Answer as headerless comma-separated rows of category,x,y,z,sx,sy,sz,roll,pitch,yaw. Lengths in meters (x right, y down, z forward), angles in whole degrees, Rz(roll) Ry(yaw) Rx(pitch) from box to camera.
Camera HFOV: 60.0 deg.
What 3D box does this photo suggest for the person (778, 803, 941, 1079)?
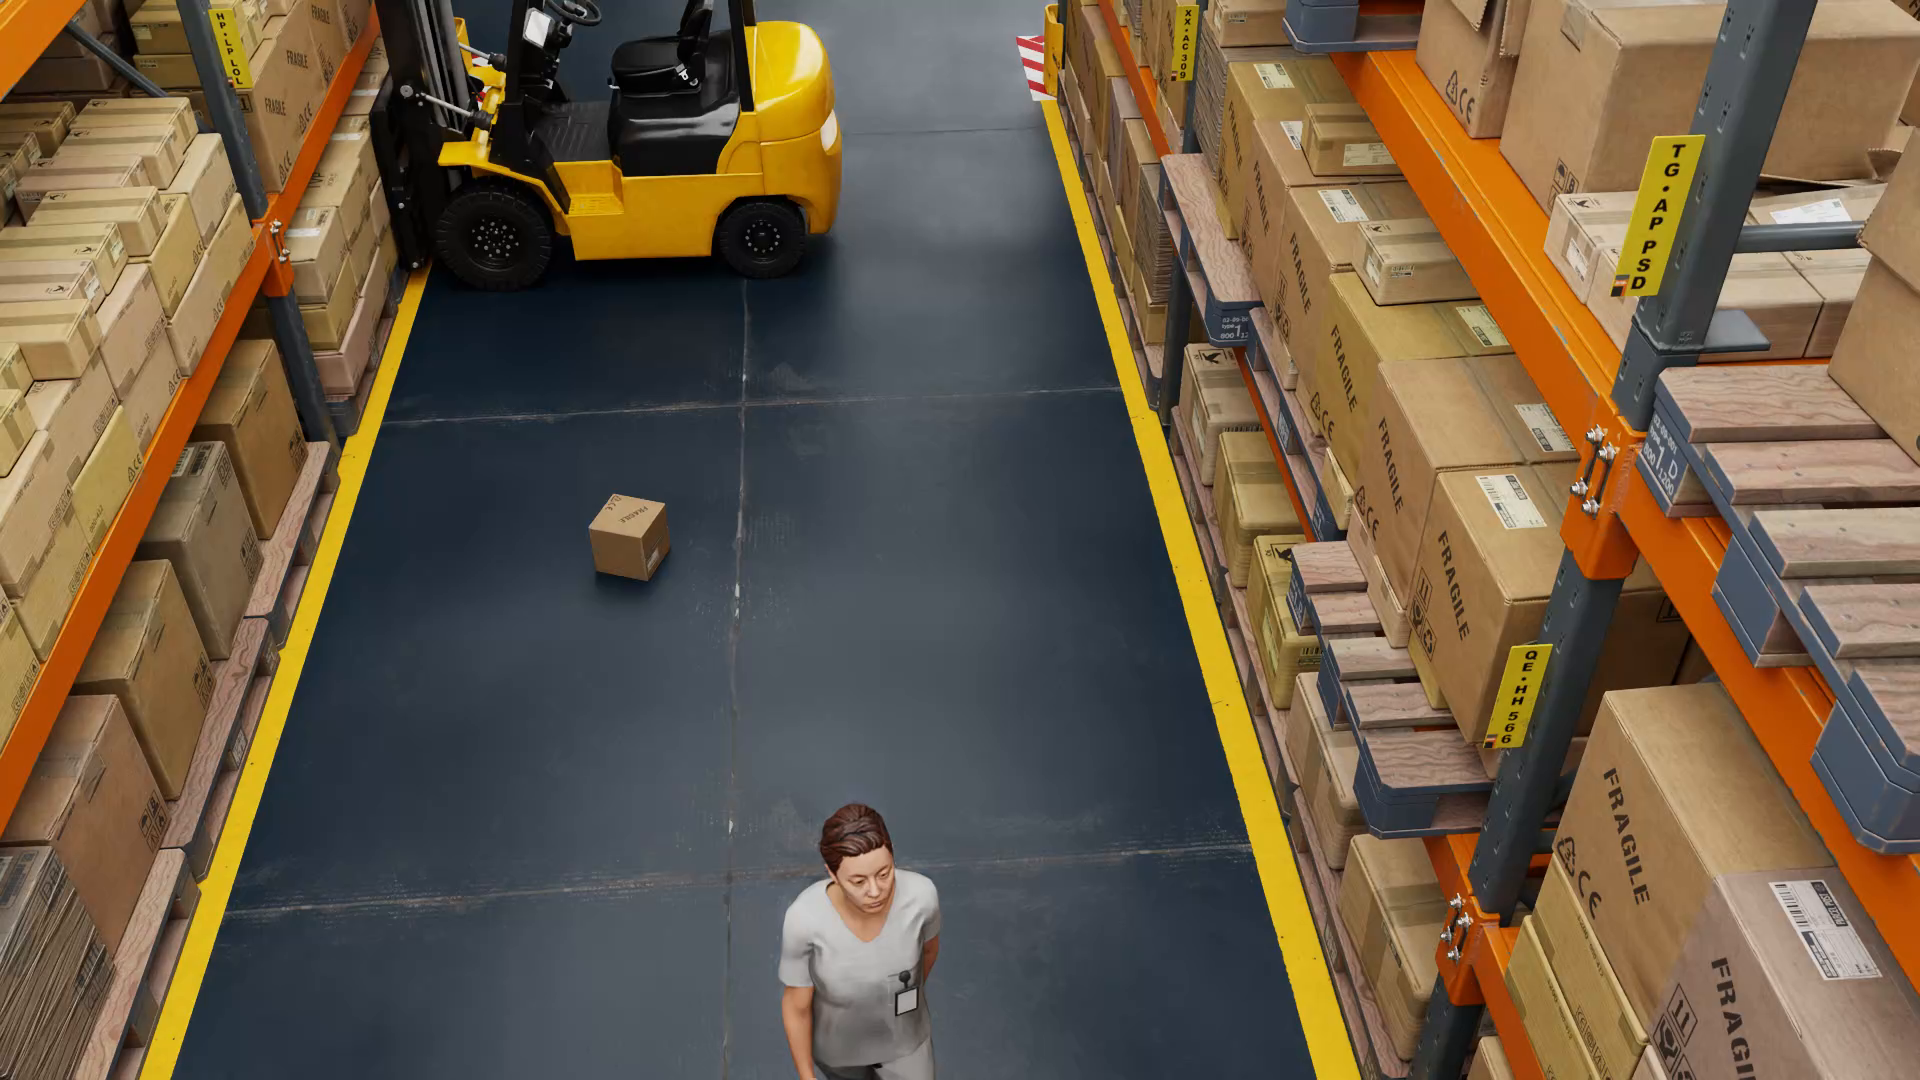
person,-0.242,1.375,4.457,0.442,1.607,1.009,-6,40,-7
